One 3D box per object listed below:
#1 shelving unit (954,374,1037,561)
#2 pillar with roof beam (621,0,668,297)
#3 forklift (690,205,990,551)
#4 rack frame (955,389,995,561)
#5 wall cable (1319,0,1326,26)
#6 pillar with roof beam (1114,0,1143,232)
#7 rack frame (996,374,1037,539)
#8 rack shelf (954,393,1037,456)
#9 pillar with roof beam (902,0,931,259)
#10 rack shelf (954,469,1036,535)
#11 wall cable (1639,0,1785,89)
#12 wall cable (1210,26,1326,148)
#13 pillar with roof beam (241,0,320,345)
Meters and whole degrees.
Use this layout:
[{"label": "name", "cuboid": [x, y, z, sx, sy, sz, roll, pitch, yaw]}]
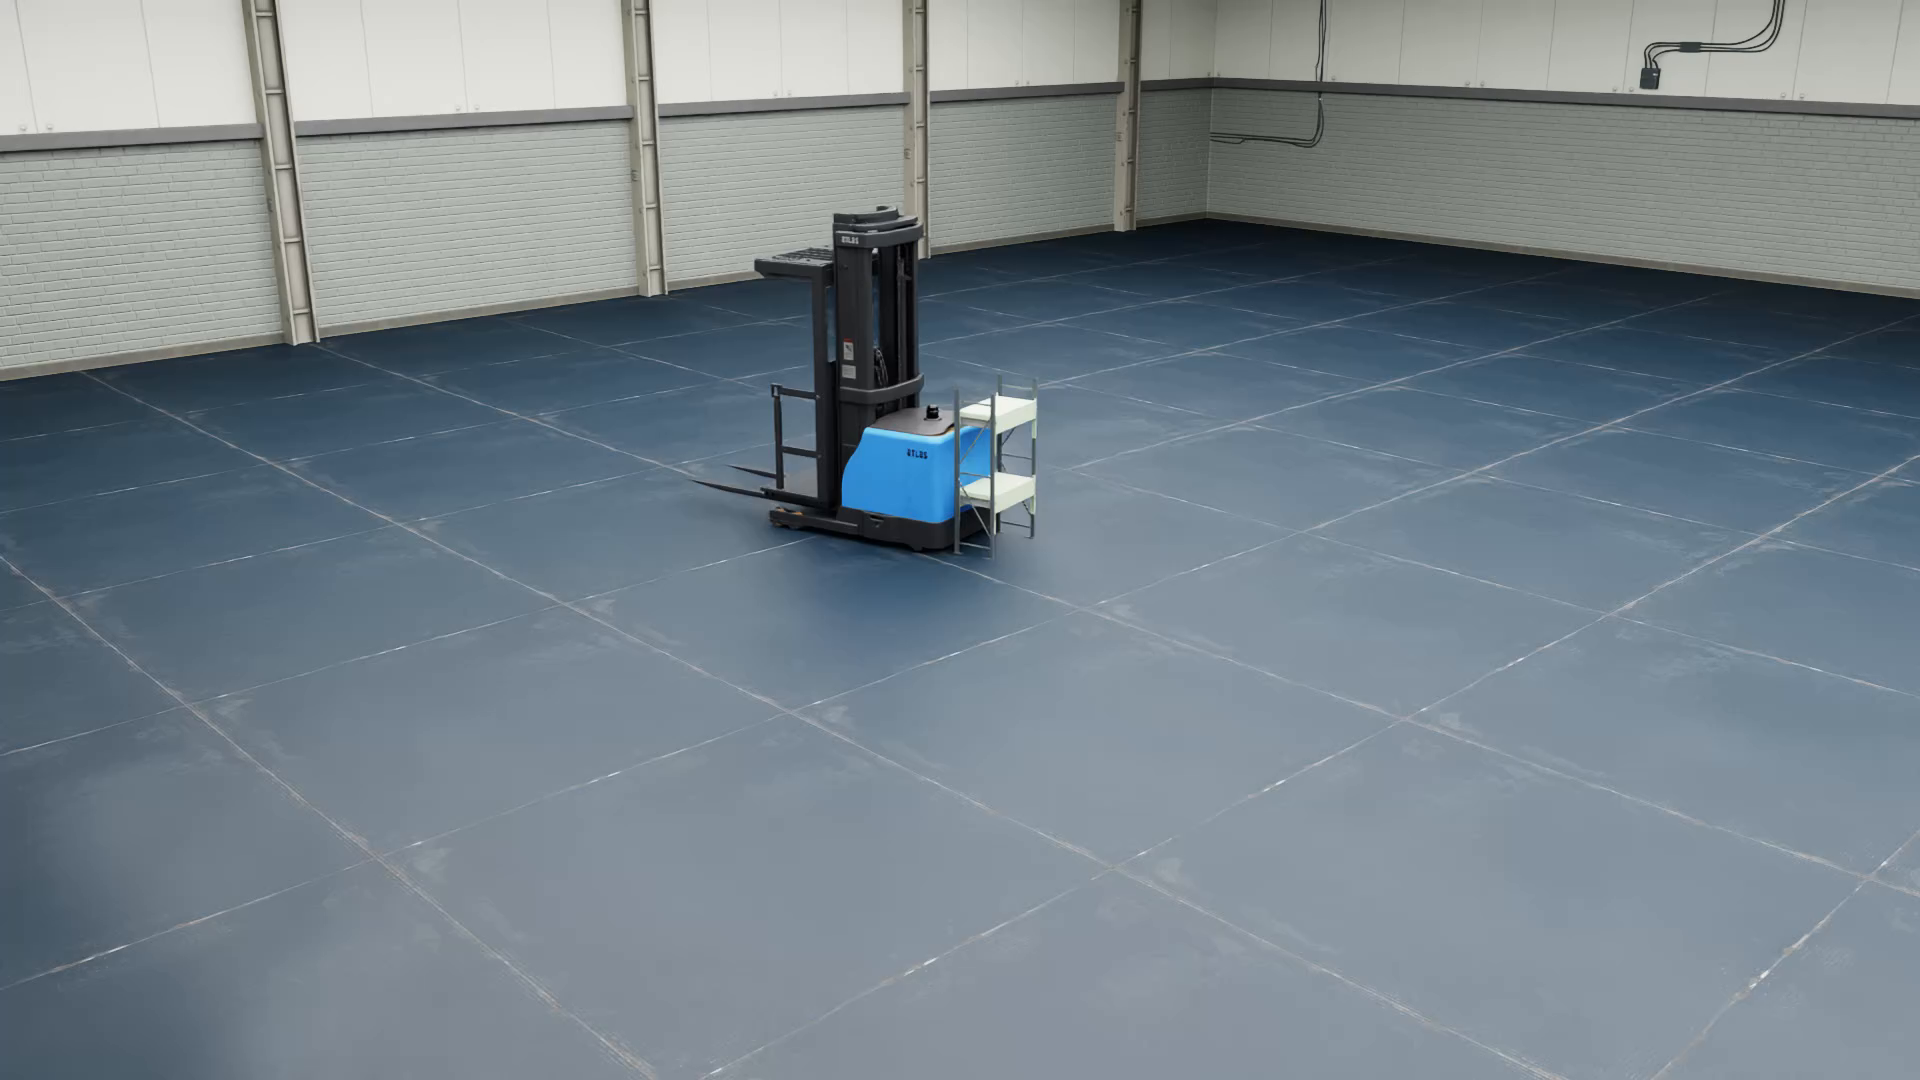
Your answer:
[{"label": "shelving unit", "cuboid": [0.321, -0.660, 14.853, 0.431, 1.500, 0.755, 11, 21, 30]}, {"label": "pillar with roof beam", "cuboid": [-2.213, -7.456, 23.657, 0.400, 9.000, 9.100, -16, 24, -41]}, {"label": "forklift", "cuboid": [-1.195, -1.617, 15.486, 3.031, 2.935, 1.130, 11, 21, 30]}, {"label": "rack frame", "cuboid": [0.127, -0.564, 14.558, 0.400, 1.500, 0.023, 11, 21, 30]}, {"label": "wall cable", "cuboid": [8.456, -11.611, 33.317, 0.112, 2.526, 3.097, -16, 24, -41]}, {"label": "pillar with roof beam", "cuboid": [6.506, -9.999, 31.500, 0.400, 9.000, 9.100, -16, 24, -41]}, {"label": "rack frame", "cuboid": [0.514, -0.756, 15.149, 0.400, 1.500, 0.023, 11, 21, 30]}, {"label": "rack shelf", "cuboid": [0.321, -1.031, 14.733, 0.431, 0.370, 0.720, 11, 21, 30]}, {"label": "pillar with roof beam", "cuboid": [2.146, -8.728, 27.578, 0.400, 9.000, 9.100, -16, 24, -41]}, {"label": "rack shelf", "cuboid": [0.320, -0.350, 14.954, 0.431, 0.370, 0.720, 11, 21, 30]}, {"label": "wall cable", "cuboid": [13.108, -10.779, 28.390, 0.169, 6.003, 2.305, -16, 24, -41]}, {"label": "wall cable", "cuboid": [6.598, -9.815, 35.966, 0.112, 2.526, 3.097, -16, 24, -41]}, {"label": "pillar with roof beam", "cuboid": [-6.573, -6.185, 19.736, 0.400, 9.000, 9.100, -16, 24, -41]}]
